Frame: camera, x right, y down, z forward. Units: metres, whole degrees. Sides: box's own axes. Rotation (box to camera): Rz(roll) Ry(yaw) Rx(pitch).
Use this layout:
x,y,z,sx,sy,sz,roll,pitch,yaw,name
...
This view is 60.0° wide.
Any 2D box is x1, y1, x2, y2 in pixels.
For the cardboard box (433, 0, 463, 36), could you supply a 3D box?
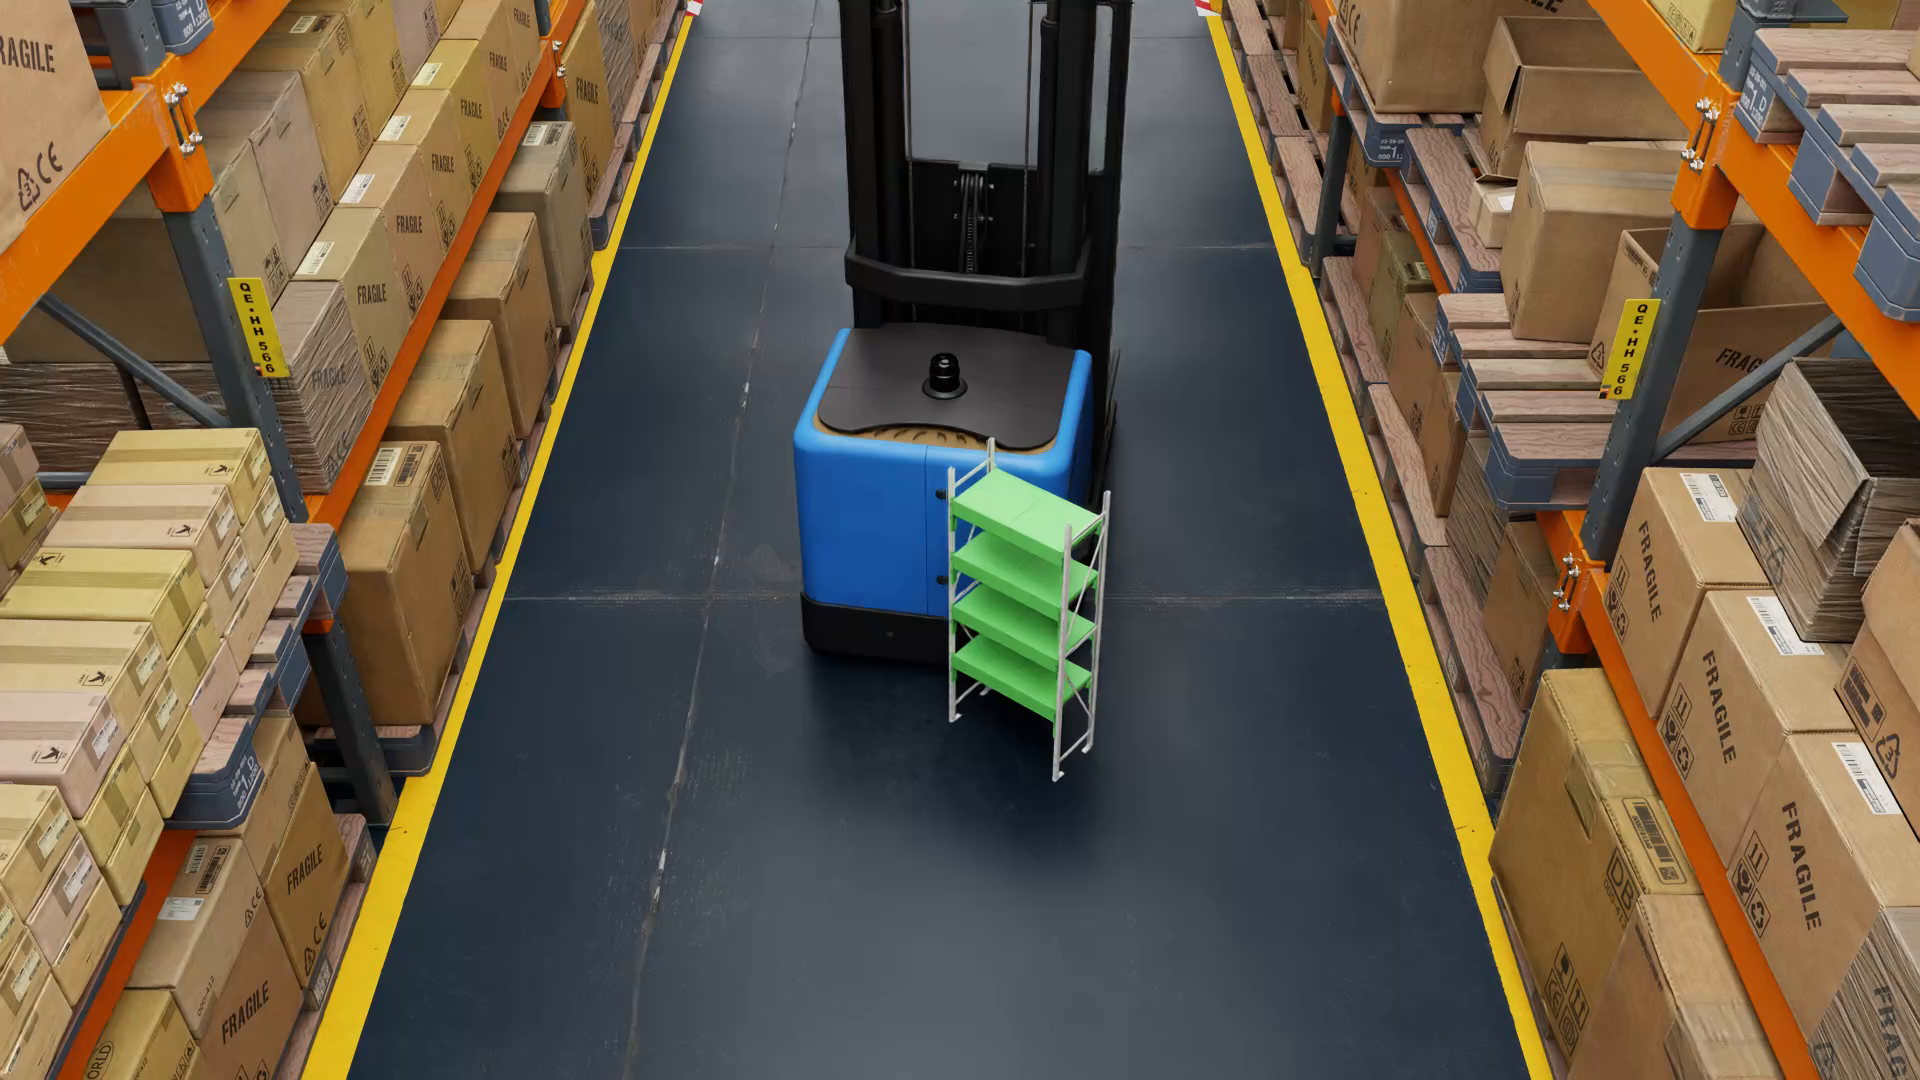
x,y,z,sx,sy,sz,roll,pitch,yaw,name
-2.539,-2.474,7.059,0.700,0.500,0.500,-1,39,-1,cardboard box

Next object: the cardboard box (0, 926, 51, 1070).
x,y,z,sx,sy,sz,roll,pitch,yaw,name
-2.083,0.919,3.332,0.380,0.149,0.250,-1,39,-1,cardboard box

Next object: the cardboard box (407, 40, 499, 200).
x,y,z,sx,sy,sz,roll,pitch,yaw,name
-2.279,-1.758,6.965,0.500,0.500,0.500,0,39,0,cardboard box

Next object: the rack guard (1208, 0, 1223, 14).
x,y,z,sx,sy,sz,roll,pitch,yaw,name
2.407,-4.096,11.961,1.175,0.500,0.348,0,39,0,rack guard

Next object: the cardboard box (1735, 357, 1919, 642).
x,y,z,sx,sy,sz,roll,pitch,yaw,name
2.401,-0.089,4.081,0.797,0.503,0.637,1,39,1,cardboard box

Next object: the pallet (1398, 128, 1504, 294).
x,y,z,sx,sy,sz,roll,pitch,yaw,name
2.373,-1.279,6.601,1.003,0.211,1.213,0,39,0,pallet

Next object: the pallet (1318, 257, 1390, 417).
x,y,z,sx,sy,sz,roll,pitch,yaw,name
2.414,-1.042,8.382,1.003,0.211,1.213,0,39,0,pallet

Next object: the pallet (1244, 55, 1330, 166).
x,y,z,sx,sy,sz,roll,pitch,yaw,name
2.372,-2.714,10.468,1.003,0.211,1.213,0,39,0,pallet

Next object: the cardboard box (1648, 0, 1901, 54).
x,y,z,sx,sy,sz,roll,pitch,yaw,name
2.171,-1.525,4.476,0.500,0.250,0.500,0,39,0,cardboard box

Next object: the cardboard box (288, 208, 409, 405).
x,y,z,sx,sy,sz,roll,pitch,yaw,name
-2.277,-0.814,5.787,0.500,0.500,0.500,0,39,0,cardboard box

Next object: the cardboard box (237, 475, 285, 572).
x,y,z,sx,sy,sz,roll,pitch,yaw,name
-2.088,-0.049,4.540,0.380,0.149,0.250,1,39,1,cardboard box

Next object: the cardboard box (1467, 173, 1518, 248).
x,y,z,sx,sy,sz,roll,pitch,yaw,name
2.145,-1.270,6.208,0.396,0.266,0.258,-1,39,-1,cardboard box

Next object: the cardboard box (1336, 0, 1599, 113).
x,y,z,sx,sy,sz,roll,pitch,yaw,name
2.273,-2.518,7.178,1.000,1.000,1.000,0,39,0,cardboard box

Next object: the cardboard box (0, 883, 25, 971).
x,y,z,sx,sy,sz,roll,pitch,yaw,name
-2.086,0.804,3.237,0.380,0.149,0.250,1,39,1,cardboard box

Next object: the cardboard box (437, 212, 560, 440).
x,y,z,sx,sy,sz,roll,pitch,yaw,name
-2.460,-0.972,7.527,1.050,0.750,0.750,0,39,0,cardboard box

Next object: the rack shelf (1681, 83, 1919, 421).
x,y,z,sx,sy,sz,roll,pitch,yaw,name
2.419,0.245,2.722,1.077,0.370,4.000,0,39,0,rack shelf

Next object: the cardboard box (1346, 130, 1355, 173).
x,y,z,sx,sy,sz,roll,pitch,yaw,name
2.443,-2.414,9.527,0.500,0.500,0.500,12,40,14,cardboard box

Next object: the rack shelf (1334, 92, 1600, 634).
x,y,z,sx,sy,sz,roll,pitch,yaw,name
2.414,-1.086,6.782,1.077,0.370,4.000,0,39,0,rack shelf

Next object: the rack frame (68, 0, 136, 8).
x,y,z,sx,sy,sz,roll,pitch,yaw,name
-2.544,-2.517,3.194,1.000,3.000,0.127,0,39,0,rack frame

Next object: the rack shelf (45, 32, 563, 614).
x,y,z,sx,sy,sz,roll,pitch,yaw,name
-2.546,-1.146,6.856,1.077,0.370,4.000,0,39,0,rack shelf

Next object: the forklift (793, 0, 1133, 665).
x,y,z,sx,sy,sz,roll,pitch,yaw,name
0.136,-1.537,6.824,1.130,2.935,3.031,6,39,8,forklift

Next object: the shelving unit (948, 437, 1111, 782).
x,y,z,sx,sy,sz,roll,pitch,yaw,name
0.230,0.269,5.955,0.503,1.200,0.258,27,46,29,shelving unit

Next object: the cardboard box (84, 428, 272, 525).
x,y,z,sx,sy,sz,roll,pitch,yaw,name
-2.085,-0.167,4.450,0.380,0.149,0.250,-1,39,-2,cardboard box

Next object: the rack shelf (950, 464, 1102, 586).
x,y,z,sx,sy,sz,roll,pitch,yaw,name
0.230,-0.056,5.695,0.480,0.148,0.258,27,46,29,rack shelf

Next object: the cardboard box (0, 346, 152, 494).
x,y,z,sx,sy,sz,roll,pitch,yaw,name
-2.813,-0.496,5.390,0.500,0.500,0.500,0,39,0,cardboard box

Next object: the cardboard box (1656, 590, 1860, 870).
x,y,z,sx,sy,sz,roll,pitch,yaw,name
2.148,0.472,4.183,0.500,0.500,0.500,-1,39,-1,cardboard box

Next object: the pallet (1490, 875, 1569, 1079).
x,y,z,sx,sy,sz,roll,pitch,yaw,name
2.342,1.465,5.253,1.003,0.211,1.213,0,39,0,pallet

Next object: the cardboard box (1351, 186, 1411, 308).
x,y,z,sx,sy,sz,roll,pitch,yaw,name
2.391,-1.430,8.282,0.700,0.500,0.500,-3,39,-4,cardboard box

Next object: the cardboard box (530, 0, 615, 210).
x,y,z,sx,sy,sz,roll,pitch,yaw,name
-2.479,-2.405,9.216,0.875,0.875,0.875,1,39,1,cardboard box

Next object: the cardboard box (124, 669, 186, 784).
x,y,z,sx,sy,sz,roll,pitch,yaw,name
-2.083,0.439,3.931,0.380,0.149,0.250,0,39,0,cardboard box

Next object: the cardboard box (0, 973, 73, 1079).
x,y,z,sx,sy,sz,roll,pitch,yaw,name
-2.083,1.039,3.420,0.380,0.149,0.250,-2,39,-2,cardboard box

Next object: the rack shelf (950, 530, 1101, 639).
x,y,z,sx,sy,sz,roll,pitch,yaw,name
0.230,0.131,5.845,0.480,0.148,0.258,27,46,29,rack shelf

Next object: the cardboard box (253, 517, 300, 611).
x,y,z,sx,sy,sz,roll,pitch,yaw,name
-2.083,0.067,4.633,0.380,0.149,0.250,1,39,1,cardboard box

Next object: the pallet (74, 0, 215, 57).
x,y,z,sx,sy,sz,roll,pitch,yaw,name
-2.597,-1.675,4.694,1.213,0.211,1.003,2,39,2,pallet

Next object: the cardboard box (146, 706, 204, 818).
x,y,z,sx,sy,sz,roll,pitch,yaw,name
-2.087,0.539,4.044,0.380,0.149,0.250,-1,39,-1,cardboard box

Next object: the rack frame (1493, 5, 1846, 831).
x,y,z,sx,sy,sz,roll,pitch,yaw,name
2.417,-0.116,4.996,1.000,3.000,0.127,0,39,0,rack frame

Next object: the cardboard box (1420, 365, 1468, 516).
x,y,z,sx,sy,sz,roll,pitch,yaw,name
2.375,-0.433,7.038,0.700,0.500,0.500,3,39,4,cardboard box

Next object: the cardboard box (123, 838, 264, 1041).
x,y,z,sx,sy,sz,roll,pitch,yaw,name
-2.269,1.087,4.559,0.500,0.250,0.500,0,39,1,cardboard box

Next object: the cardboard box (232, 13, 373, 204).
x,y,z,sx,sy,sz,roll,pitch,yaw,name
-2.539,-1.523,5.872,0.700,0.500,0.500,-1,39,-1,cardboard box

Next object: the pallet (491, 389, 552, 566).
x,y,z,sx,sy,sz,roll,pitch,yaw,name
-2.468,-0.342,7.507,1.003,0.211,1.213,0,39,0,pallet

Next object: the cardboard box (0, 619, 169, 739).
x,y,z,sx,sy,sz,roll,pitch,yaw,name
-2.082,0.320,3.841,0.380,0.149,0.250,1,39,1,cardboard box

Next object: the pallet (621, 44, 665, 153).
x,y,z,sx,sy,sz,roll,pitch,yaw,name
-2.475,-2.829,10.612,1.003,0.211,1.213,0,39,0,pallet

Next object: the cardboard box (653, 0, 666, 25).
x,y,z,sx,sy,sz,roll,pitch,yaw,name
-2.486,-4.089,11.317,0.875,0.875,0.875,0,39,0,cardboard box

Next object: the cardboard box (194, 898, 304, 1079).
x,y,z,sx,sy,sz,roll,pitch,yaw,name
-2.284,1.372,4.802,0.500,0.500,0.500,1,39,2,cardboard box

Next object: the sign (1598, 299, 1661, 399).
x,y,z,sx,sy,sz,roll,pitch,yaw,name
1.874,-0.531,4.651,0.100,0.325,0.005,0,39,0,sign

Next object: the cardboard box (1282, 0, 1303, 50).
x,y,z,sx,sy,sz,roll,pitch,yaw,name
2.426,-3.543,10.935,0.500,0.500,0.500,10,40,12,cardboard box

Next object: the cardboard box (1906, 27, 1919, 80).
x,y,z,sx,sy,sz,roll,pitch,yaw,name
2.489,-1.109,3.418,0.797,0.503,0.637,2,39,3,cardboard box
